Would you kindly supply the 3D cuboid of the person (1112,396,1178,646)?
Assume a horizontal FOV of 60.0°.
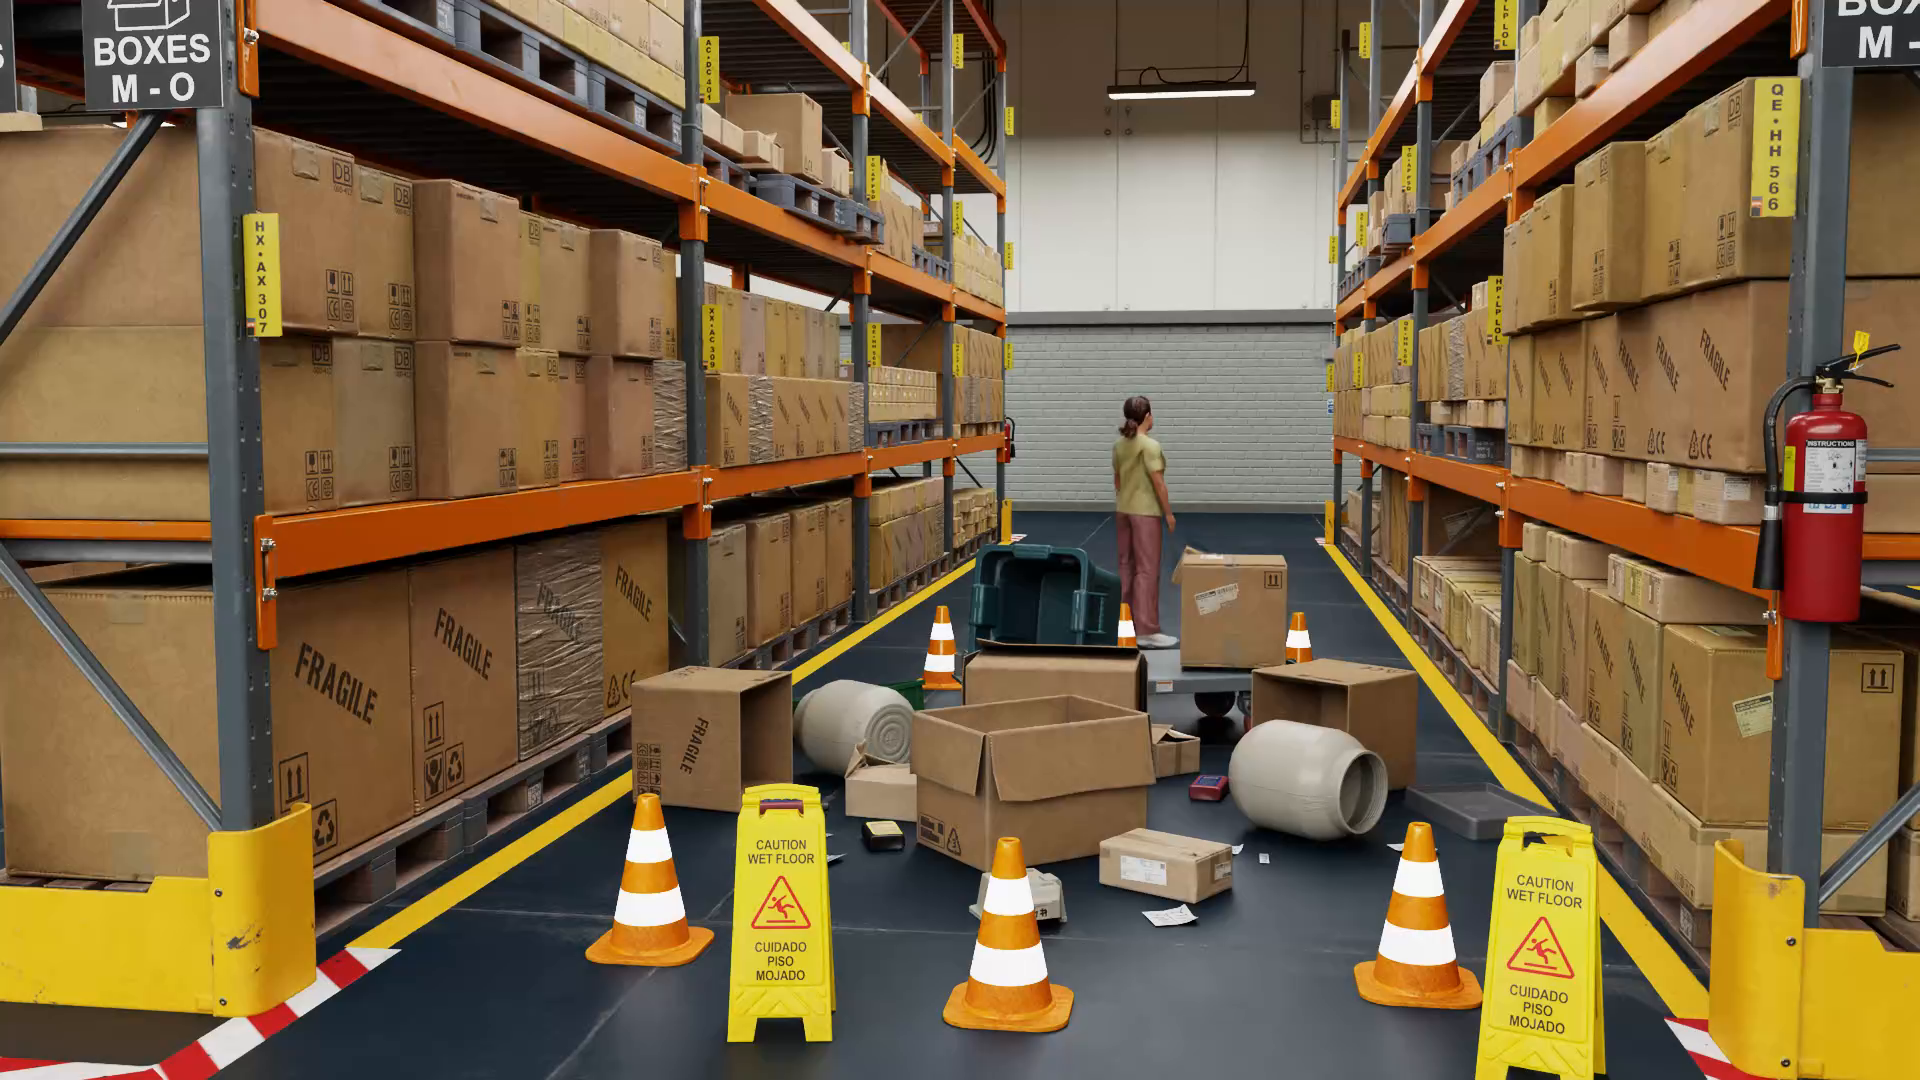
[{"bbox_3d":[1.242,-0.138,11.314,0.397,1.683,0.544,-3,5,-33],"label":"person"}]
